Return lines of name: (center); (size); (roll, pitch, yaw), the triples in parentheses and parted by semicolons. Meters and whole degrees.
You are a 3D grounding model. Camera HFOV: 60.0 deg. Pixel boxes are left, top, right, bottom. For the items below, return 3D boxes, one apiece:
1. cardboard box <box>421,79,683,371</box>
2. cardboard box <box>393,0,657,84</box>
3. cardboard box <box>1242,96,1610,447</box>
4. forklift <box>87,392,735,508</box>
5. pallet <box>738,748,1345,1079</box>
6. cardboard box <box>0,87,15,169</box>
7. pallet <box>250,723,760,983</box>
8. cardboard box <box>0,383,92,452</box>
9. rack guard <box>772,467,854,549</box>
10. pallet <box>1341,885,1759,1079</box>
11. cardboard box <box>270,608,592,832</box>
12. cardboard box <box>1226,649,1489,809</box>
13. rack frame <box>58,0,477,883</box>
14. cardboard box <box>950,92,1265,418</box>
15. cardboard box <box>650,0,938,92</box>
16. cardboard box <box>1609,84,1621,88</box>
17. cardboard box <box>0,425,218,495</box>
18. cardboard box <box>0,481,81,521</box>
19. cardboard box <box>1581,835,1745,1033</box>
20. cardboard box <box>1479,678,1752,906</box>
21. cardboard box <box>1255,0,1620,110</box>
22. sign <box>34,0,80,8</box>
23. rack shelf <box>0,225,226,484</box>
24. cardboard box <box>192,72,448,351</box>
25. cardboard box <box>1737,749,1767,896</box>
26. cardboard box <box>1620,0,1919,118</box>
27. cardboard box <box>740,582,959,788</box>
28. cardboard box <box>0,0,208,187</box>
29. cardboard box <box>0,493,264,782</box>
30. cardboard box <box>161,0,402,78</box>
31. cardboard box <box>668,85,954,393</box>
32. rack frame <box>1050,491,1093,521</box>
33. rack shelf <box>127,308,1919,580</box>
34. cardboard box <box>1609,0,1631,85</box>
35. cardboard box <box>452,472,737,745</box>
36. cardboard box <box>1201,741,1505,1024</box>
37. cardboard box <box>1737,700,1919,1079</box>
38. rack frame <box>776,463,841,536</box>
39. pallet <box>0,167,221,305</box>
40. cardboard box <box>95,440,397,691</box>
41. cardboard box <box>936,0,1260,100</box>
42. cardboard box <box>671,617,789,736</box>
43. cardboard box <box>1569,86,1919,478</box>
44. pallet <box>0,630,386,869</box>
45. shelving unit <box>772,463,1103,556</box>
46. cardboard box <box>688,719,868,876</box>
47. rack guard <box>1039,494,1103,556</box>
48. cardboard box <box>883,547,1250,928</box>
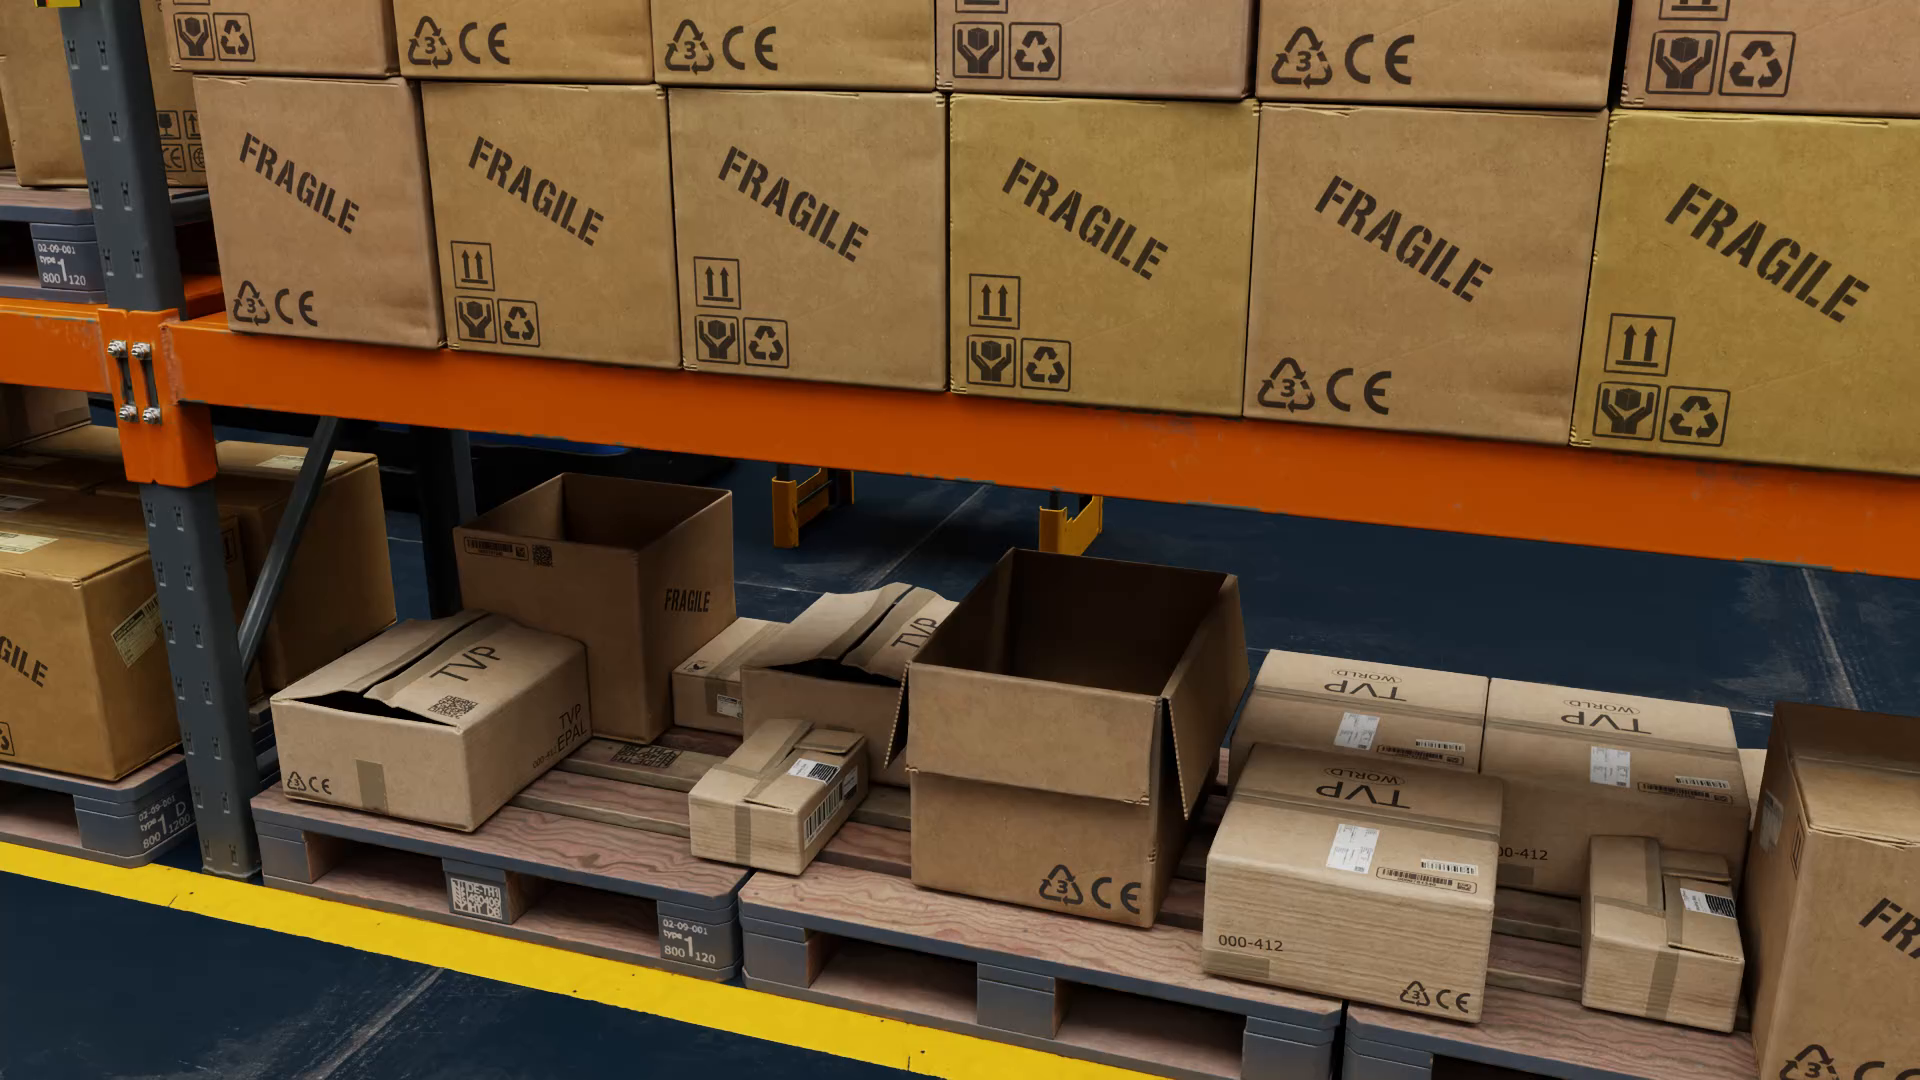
cardboard box: (-0.655, -0.644, 3.215); (0.500, 0.500, 0.500); (7, 20, 19)
cardboard box: (-0.692, -1.116, 3.050); (0.500, 0.500, 0.500); (6, 20, 16)
cardboard box: (0.774, -0.480, 2.745); (0.500, 0.500, 0.500); (7, 20, 18)
forklift: (-2.449, -1.730, 6.586); (3.031, 2.935, 1.130); (8, 21, 21)
pallet: (0.273, 0.732, 3.657); (1.213, 0.211, 1.003); (7, 20, 18)
cardboard box: (-2.576, -1.212, 4.205); (0.500, 0.500, 0.700); (10, 22, 27)
pallet: (-0.883, 0.600, 4.033); (1.213, 0.211, 1.003); (7, 20, 18)
cardboard box: (-2.853, -0.408, 4.681); (0.500, 0.250, 0.500); (7, 20, 18)
rack guard: (-0.542, -0.180, 6.213); (0.087, 0.250, 0.587); (7, 20, 18)
pallet: (1.421, 0.864, 3.277); (1.213, 0.211, 1.003); (7, 20, 18)
cardboard box: (-1.206, 0.384, 3.835); (0.500, 0.311, 0.500); (7, 20, 18)
cardboard box: (0.882, 0.477, 3.660); (0.500, 0.250, 0.500); (7, 20, 18)
rack frame: (-1.532, -0.791, 3.788); (0.127, 3.000, 1.000); (7, 20, 18)
cardboard box: (0.298, -0.535, 2.901); (0.500, 0.500, 0.500); (6, 20, 17)
cardboard box: (-0.206, -1.061, 2.891); (0.500, 0.500, 0.500); (6, 20, 16)
cardboard box: (1.425, -0.590, 3.060); (0.500, 0.500, 0.500); (6, 20, 18)
cardboard box: (-2.416, 0.000, 4.650); (0.500, 0.500, 0.500); (7, 20, 19)
cardboard box: (-2.556, 0.162, 4.185); (0.500, 0.500, 0.500); (7, 20, 18)
cardboard box: (1.299, 0.717, 3.097); (0.250, 0.166, 0.380); (7, 20, 18)
cardboard box: (1.354, 0.531, 3.505); (0.500, 0.250, 0.500); (7, 20, 18)
cardboard box: (0.767, -0.950, 2.572); (0.500, 0.500, 0.500); (7, 20, 20)
sign: (-1.711, -1.165, 3.101); (0.005, 0.325, 0.100); (7, 20, 18)
rack shelf: (-3.421, -0.667, 4.526); (4.000, 0.370, 1.077); (7, 20, 18)
cardboard box: (-1.140, -0.698, 3.370); (0.500, 0.500, 0.500); (7, 20, 19)
cardboard box: (1.728, 0.592, 3.456); (0.250, 0.166, 0.380); (7, 20, 18)
cardboard box: (1.259, -0.895, 2.416); (0.500, 0.500, 0.500); (7, 20, 20)
cardboard box: (-0.192, 0.325, 4.002); (0.500, 0.311, 0.500); (7, 20, 18)
cardboard box: (-1.906, -1.157, 4.049); (0.500, 0.500, 0.700); (0, 19, 0)
cardboard box: (-2.092, 0.218, 4.024); (0.500, 0.500, 0.500); (6, 20, 18)
cardboard box: (-1.179, -1.172, 3.210); (0.500, 0.500, 0.500); (7, 20, 19)
cardboard box: (-0.183, -0.589, 3.058); (0.500, 0.500, 0.500); (6, 20, 18)
rack frame: (0.400, -0.663, 5.698); (0.032, 1.500, 0.500); (7, 20, 18)
rack shelf: (0.357, -0.235, 3.287); (4.000, 0.370, 1.077); (7, 20, 18)
cardboard box: (1.418, -1.062, 2.895); (0.500, 0.500, 0.500); (7, 20, 19)
cardboard box: (-0.901, 0.155, 4.203); (0.500, 0.500, 0.500); (7, 20, 18)
cardboard box: (0.765, 0.638, 3.198); (0.500, 0.250, 0.500); (7, 20, 18)
cardboard box: (1.652, 0.632, 2.836); (0.500, 0.500, 0.500); (7, 20, 18)
rack frame: (-0.561, -0.772, 6.013); (0.032, 1.500, 0.500); (7, 20, 18)
pallet: (-2.251, -0.820, 4.165); (1.213, 0.211, 1.003); (7, 20, 18)
cardboard box: (-1.909, 0.054, 4.494); (0.500, 0.500, 0.500); (6, 20, 16)
cardboard box: (0.282, -1.005, 2.731); (0.500, 0.500, 0.500); (7, 20, 20)
cardboard box: (-0.527, 0.343, 4.199); (0.250, 0.149, 0.380); (7, 20, 18)
cardboard box: (1.243, -0.425, 2.586); (0.500, 0.500, 0.500); (7, 20, 19)
pallet: (-2.313, 0.450, 4.465); (1.213, 0.211, 1.003); (7, 20, 18)
shelving unit: (-0.072, -0.716, 5.853); (1.083, 1.500, 0.587); (7, 20, 18)
cardboard box: (-0.386, 0.542, 3.600); (0.250, 0.166, 0.380); (7, 20, 18)
rack guard: (0.398, -0.072, 5.904); (0.087, 0.250, 0.587); (7, 20, 18)
cardboard box: (0.245, 0.382, 3.549); (0.637, 0.503, 0.797); (7, 20, 18)
